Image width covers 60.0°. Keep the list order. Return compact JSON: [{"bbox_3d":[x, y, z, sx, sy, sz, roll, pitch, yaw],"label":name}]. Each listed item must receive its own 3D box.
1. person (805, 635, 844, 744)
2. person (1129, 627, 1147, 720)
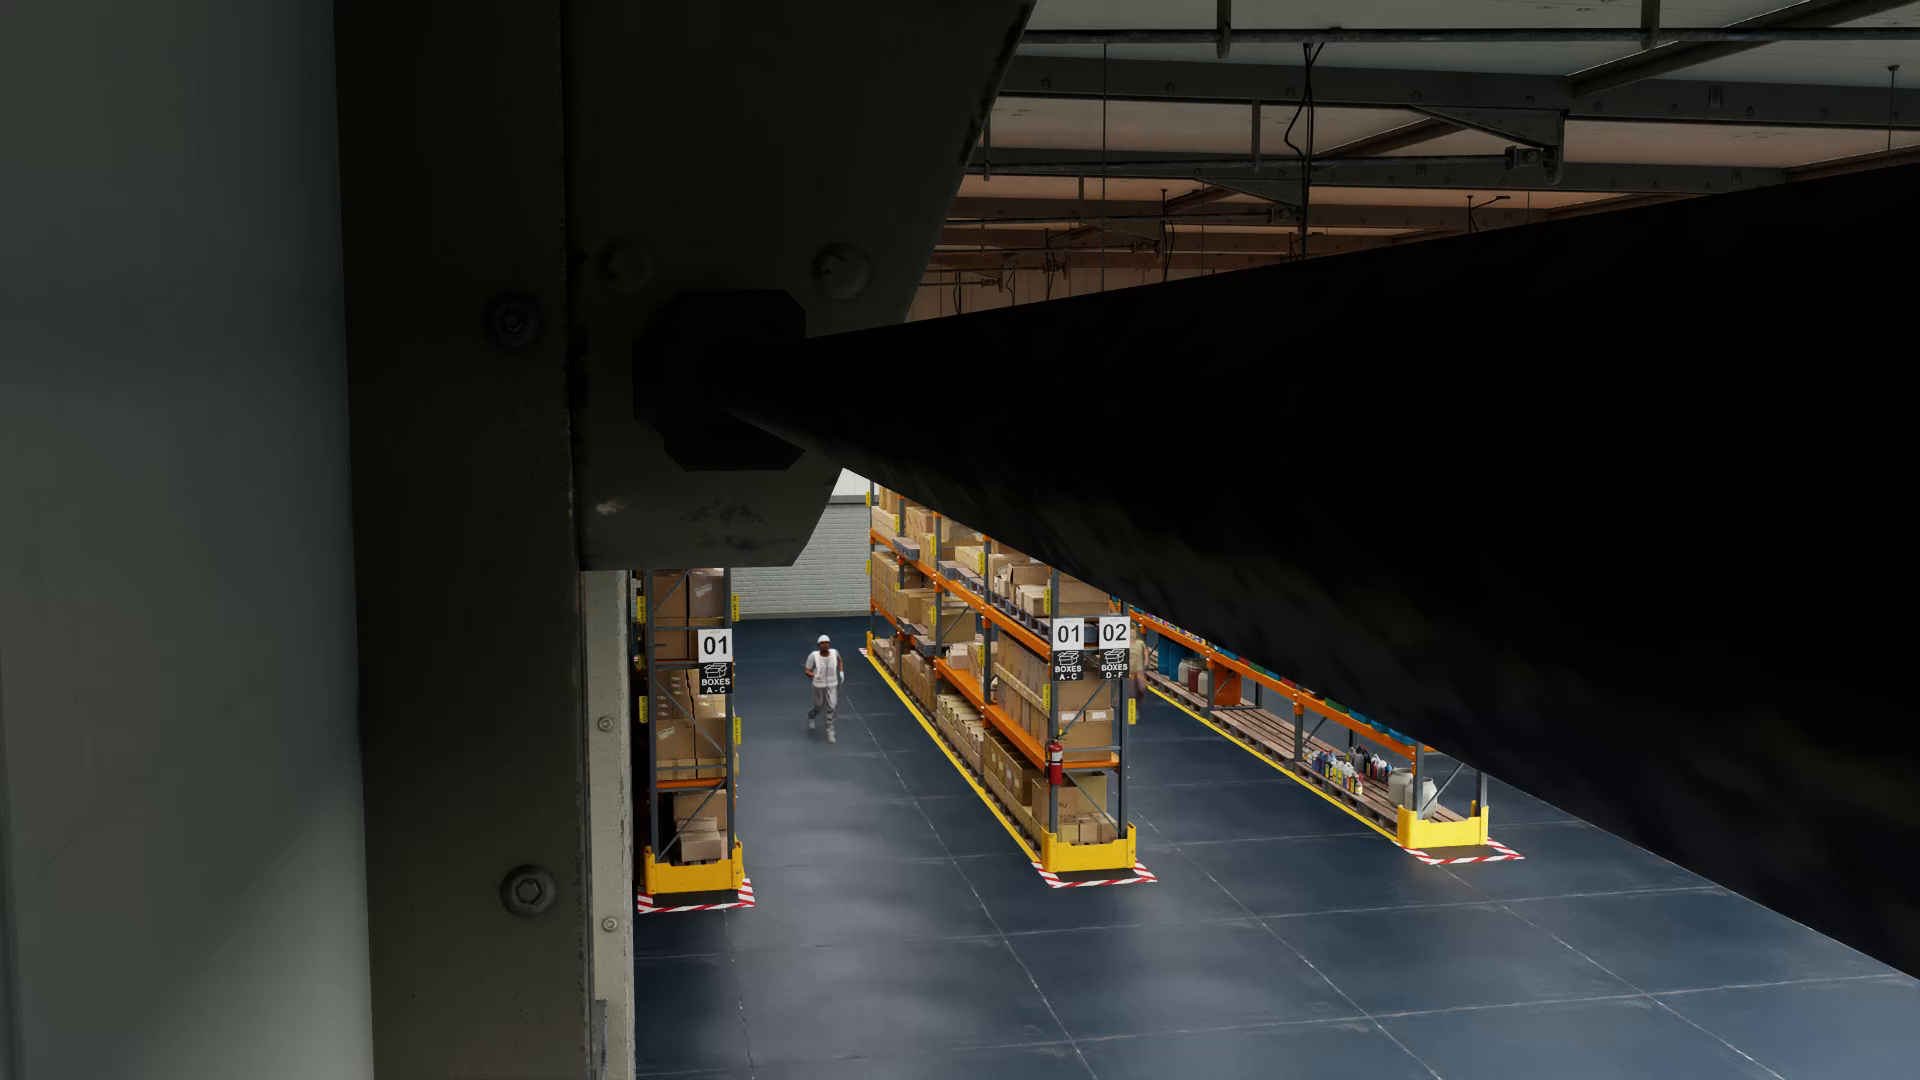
[{"bbox_3d":[-2.309,2.493,28.288,0.691,1.787,0.982,-2,6,-18],"label":"person"},{"bbox_3d":[3.131,2.392,29.987,0.581,1.675,0.692,-1,6,-7],"label":"person"}]
